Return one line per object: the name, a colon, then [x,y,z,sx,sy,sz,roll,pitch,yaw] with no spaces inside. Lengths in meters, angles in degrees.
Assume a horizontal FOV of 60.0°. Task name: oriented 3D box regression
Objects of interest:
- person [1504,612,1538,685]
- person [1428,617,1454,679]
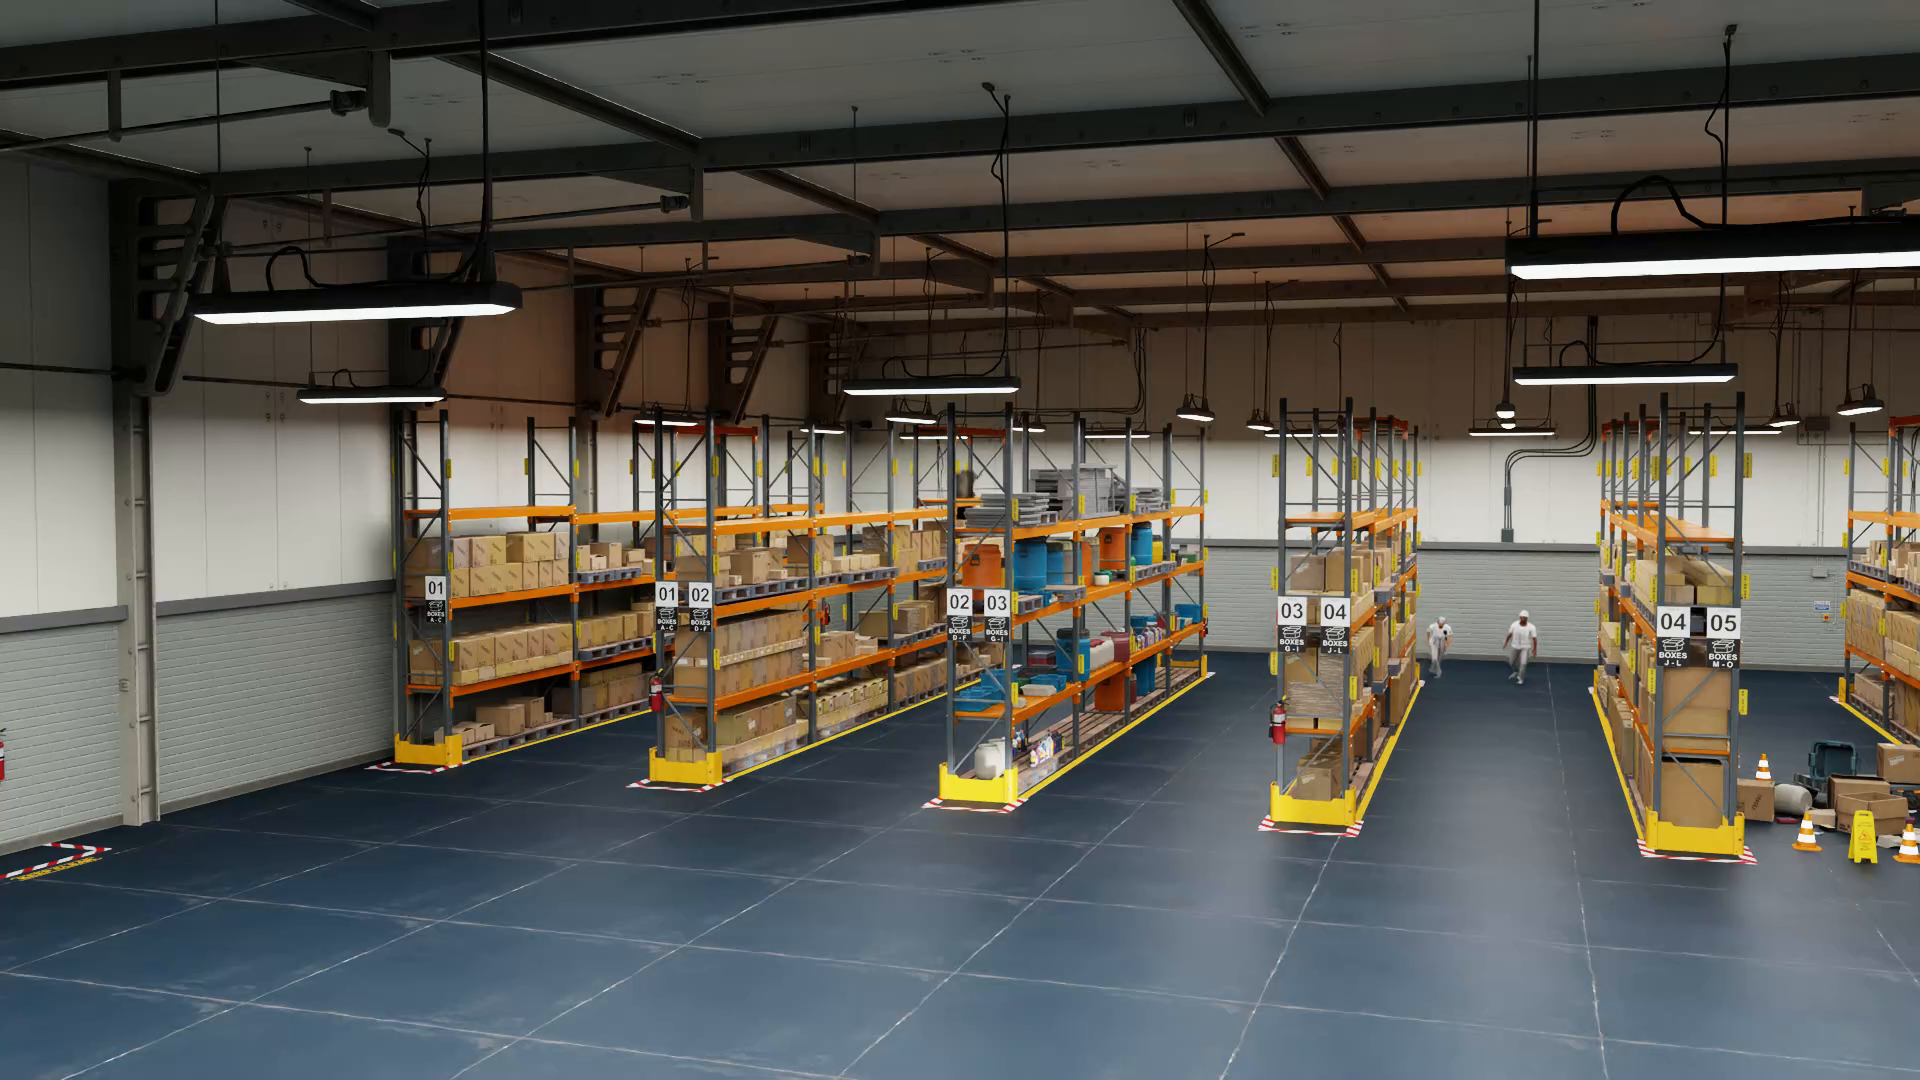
person: [13.025,2.509,38.600,0.787,1.698,0.733,1,3,26]
person: [11.501,2.565,39.805,0.611,1.511,1.018,0,2,5]
